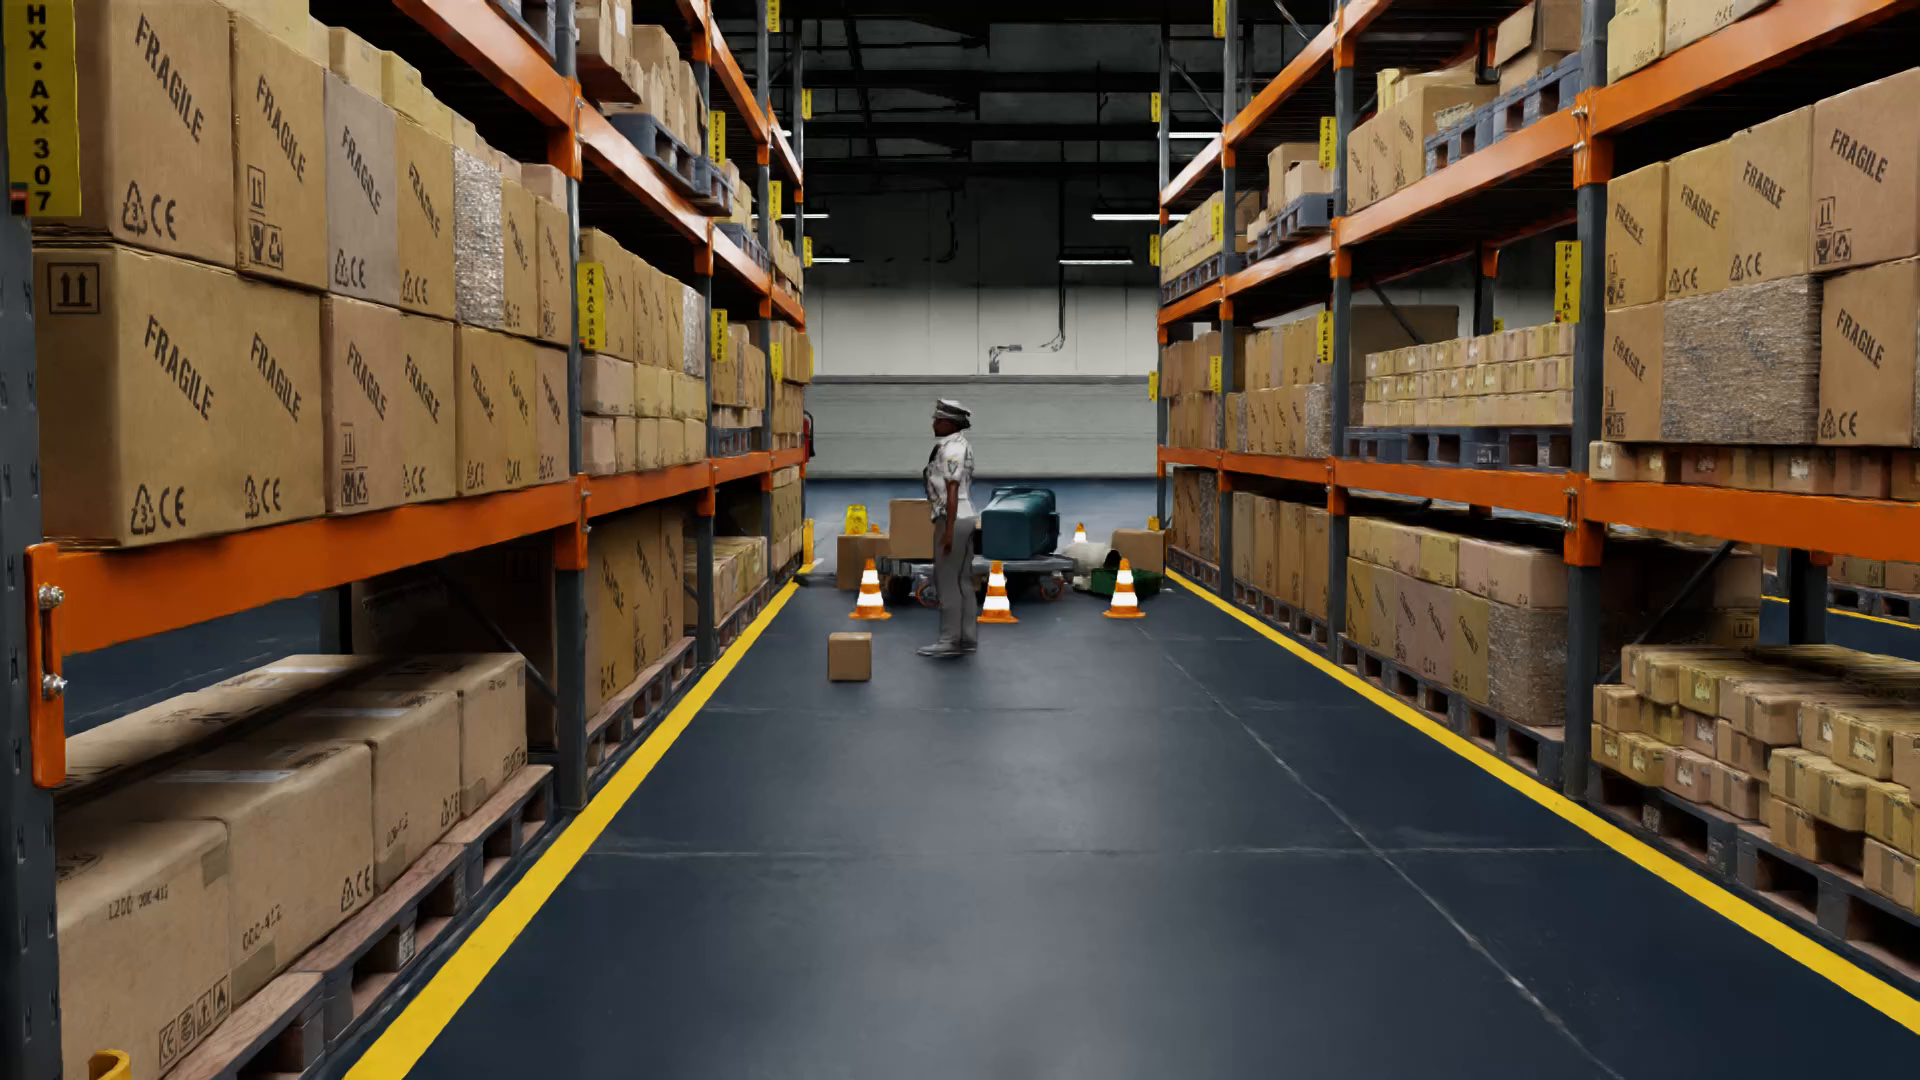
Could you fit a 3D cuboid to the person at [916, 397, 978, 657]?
[{"bbox_3d":[-0.076,-0.087,10.859,0.384,1.685,0.556,0,4,5],"label":"person"}]
